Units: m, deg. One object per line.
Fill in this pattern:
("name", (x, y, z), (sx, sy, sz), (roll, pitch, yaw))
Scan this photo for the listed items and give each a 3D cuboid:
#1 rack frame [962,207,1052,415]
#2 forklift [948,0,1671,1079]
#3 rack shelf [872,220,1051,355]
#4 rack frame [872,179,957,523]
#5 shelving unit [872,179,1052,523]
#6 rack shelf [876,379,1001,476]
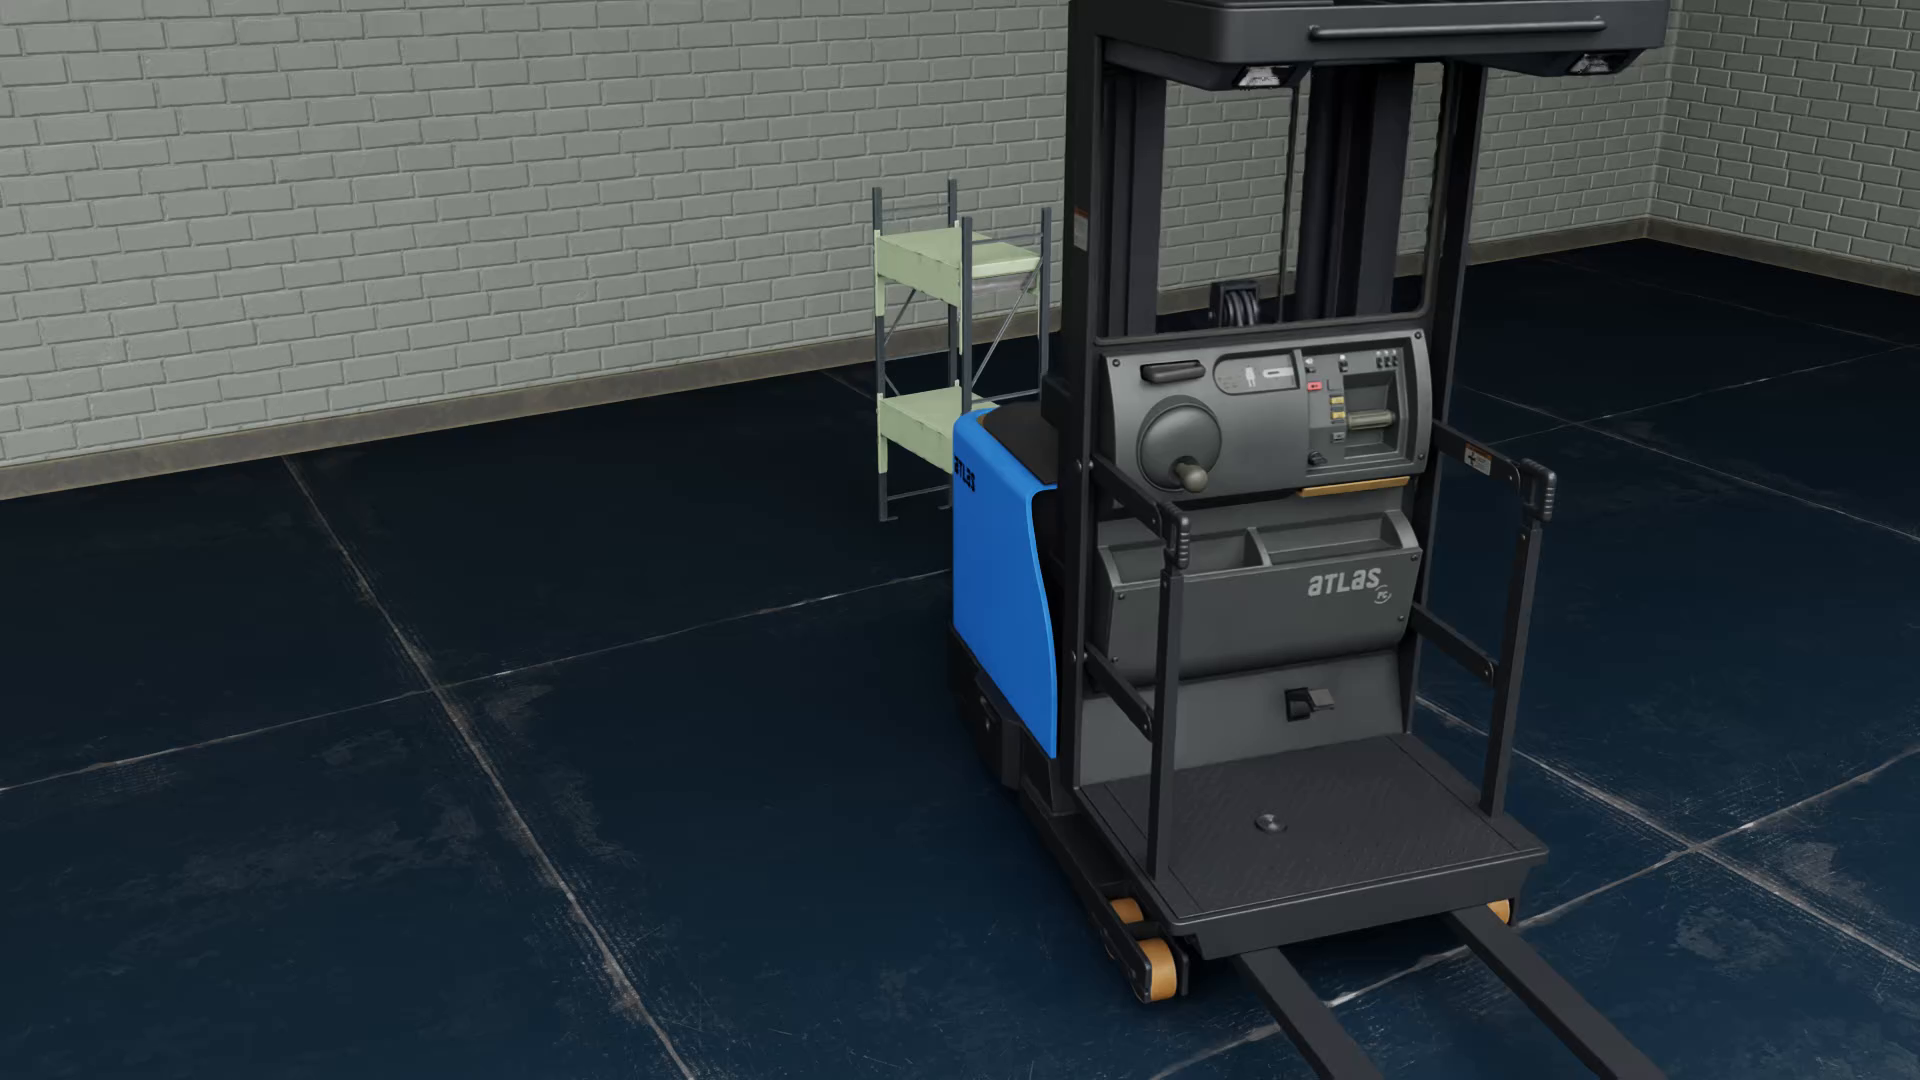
("rack frame", (0.184, -0.578, 6.743), (0.400, 1.500, 0.023), (-13, 25, -28))
("forklift", (0.892, -0.320, 4.206), (1.130, 2.935, 3.031), (-7, 23, -16))
("rack shelf", (-0.003, -1.058, 6.887), (0.431, 0.370, 0.720), (-13, 25, -28))
("rack frame", (-0.190, -0.815, 7.326), (0.400, 1.500, 0.023), (-13, 25, -28))
("shelving unit", (-0.003, -0.697, 7.034), (0.431, 1.500, 0.755), (-13, 25, -28))
("rack shelf", (-0.003, -0.395, 7.157), (0.431, 0.370, 0.720), (-13, 25, -28))
